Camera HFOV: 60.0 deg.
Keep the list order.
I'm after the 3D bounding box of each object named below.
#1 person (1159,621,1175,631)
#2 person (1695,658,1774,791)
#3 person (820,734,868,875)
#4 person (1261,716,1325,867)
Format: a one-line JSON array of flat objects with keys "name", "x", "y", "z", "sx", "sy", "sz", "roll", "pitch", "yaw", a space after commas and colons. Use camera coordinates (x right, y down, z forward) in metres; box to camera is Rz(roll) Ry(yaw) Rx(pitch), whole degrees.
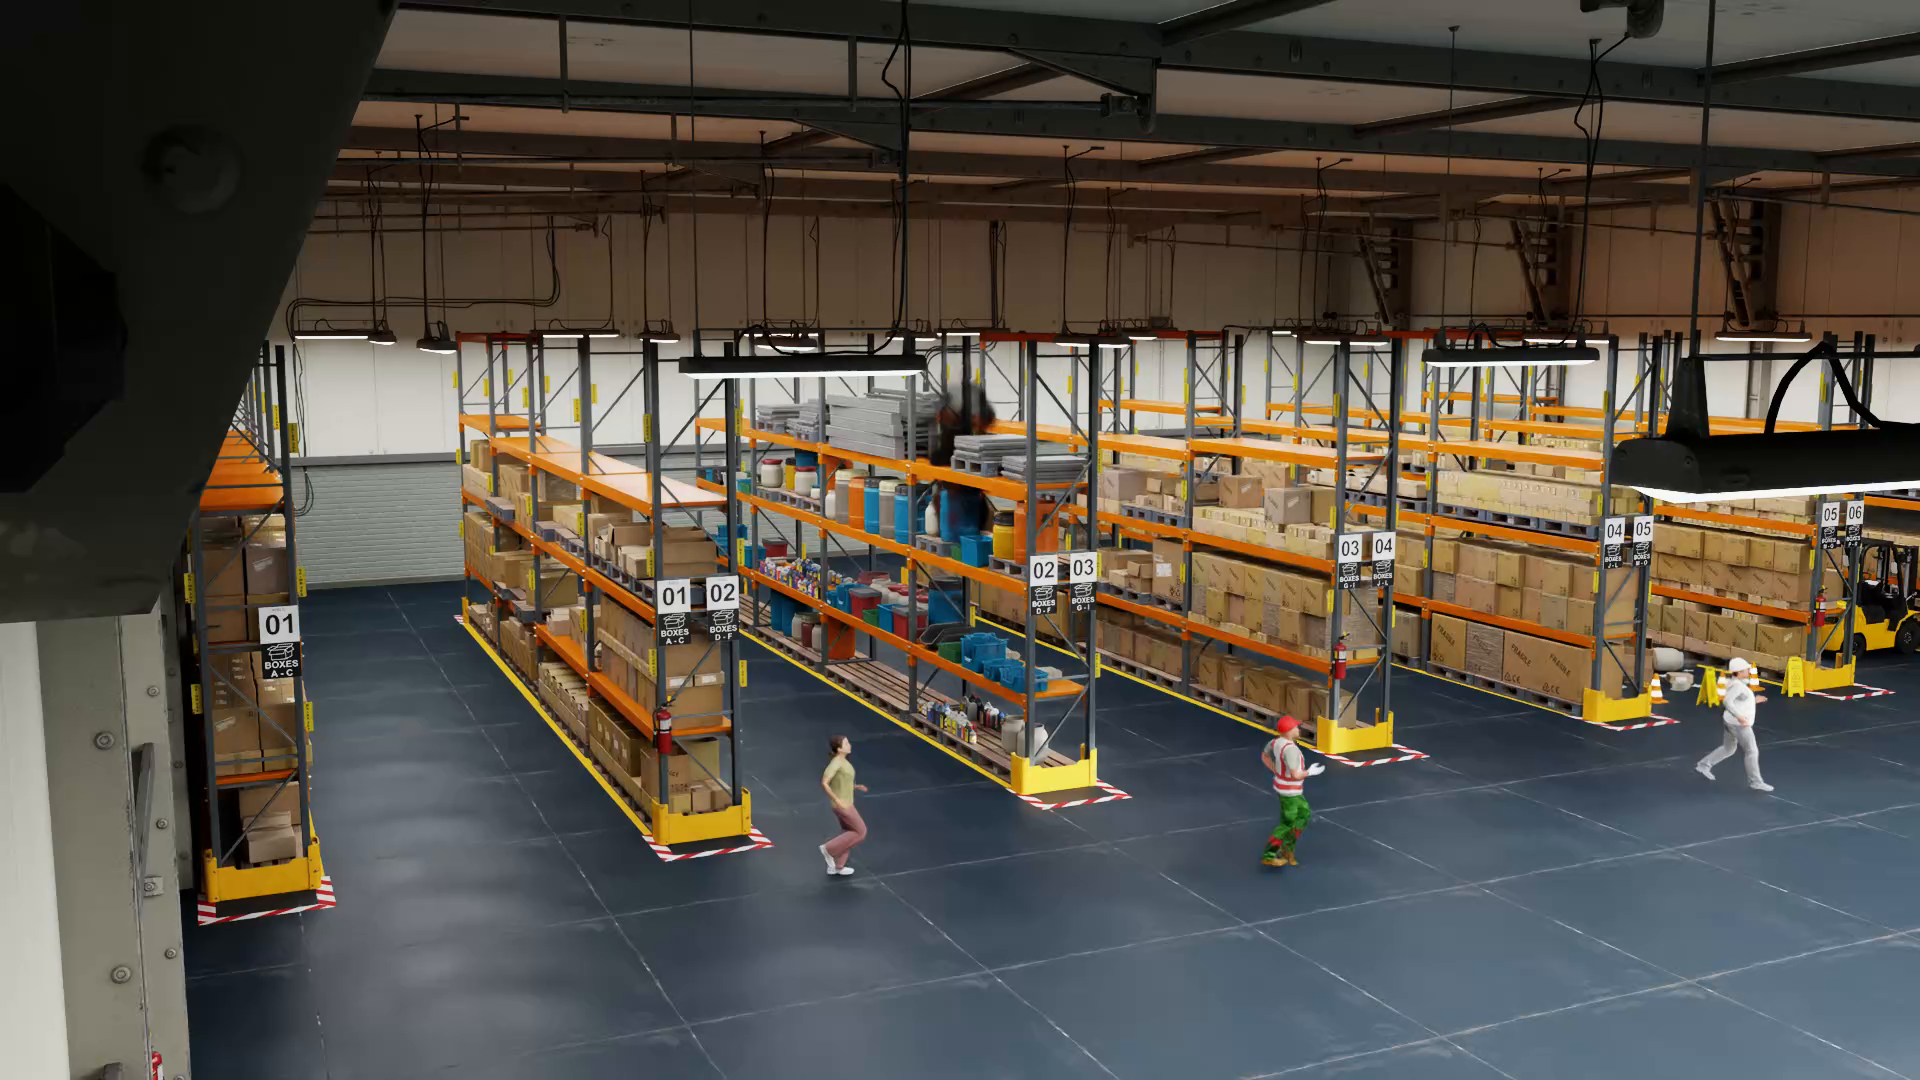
[{"name": "person", "x": 4.125, "y": 0.989, "z": 33.581, "sx": 0.579, "sy": 1.654, "sz": 0.678, "roll": -5, "pitch": 9, "yaw": -32}, {"name": "person", "x": 10.395, "y": 2.444, "z": 22.217, "sx": 0.964, "sy": 1.763, "sz": 0.655, "roll": 2, "pitch": 8, "yaw": 11}, {"name": "person", "x": -1.312, "y": 2.998, "z": 18.839, "sx": 0.542, "sy": 1.627, "sz": 0.583, "roll": 0, "pitch": 8, "yaw": 1}, {"name": "person", "x": 3.800, "y": 2.896, "z": 19.040, "sx": 0.681, "sy": 1.809, "sz": 0.635, "roll": 0, "pitch": 8, "yaw": -1}]
